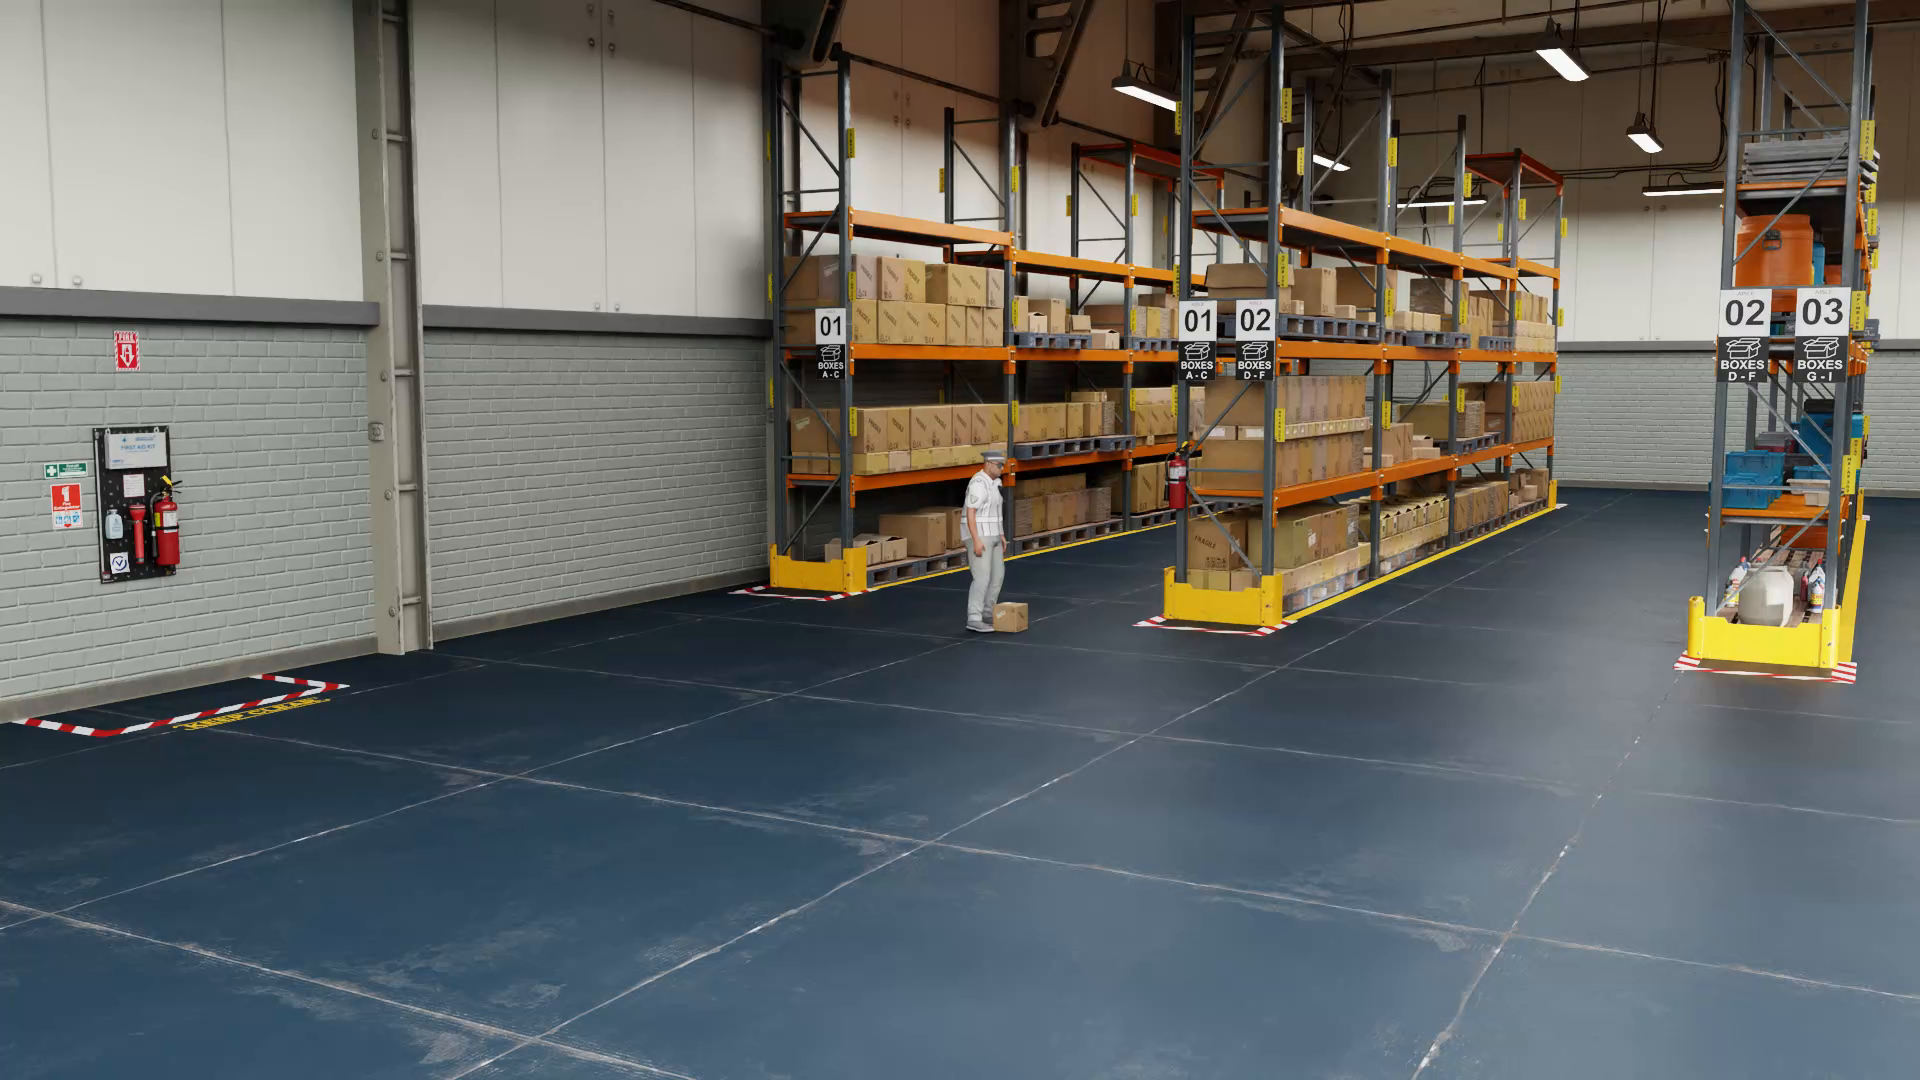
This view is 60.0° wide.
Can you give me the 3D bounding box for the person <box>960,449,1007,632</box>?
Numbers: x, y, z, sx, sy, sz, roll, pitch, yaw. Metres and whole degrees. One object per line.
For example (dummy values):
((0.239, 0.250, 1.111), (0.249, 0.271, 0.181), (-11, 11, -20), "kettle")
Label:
((0.246, -0.010, 16.187), (0.436, 1.748, 0.587), (3, 7, 29), "person")
